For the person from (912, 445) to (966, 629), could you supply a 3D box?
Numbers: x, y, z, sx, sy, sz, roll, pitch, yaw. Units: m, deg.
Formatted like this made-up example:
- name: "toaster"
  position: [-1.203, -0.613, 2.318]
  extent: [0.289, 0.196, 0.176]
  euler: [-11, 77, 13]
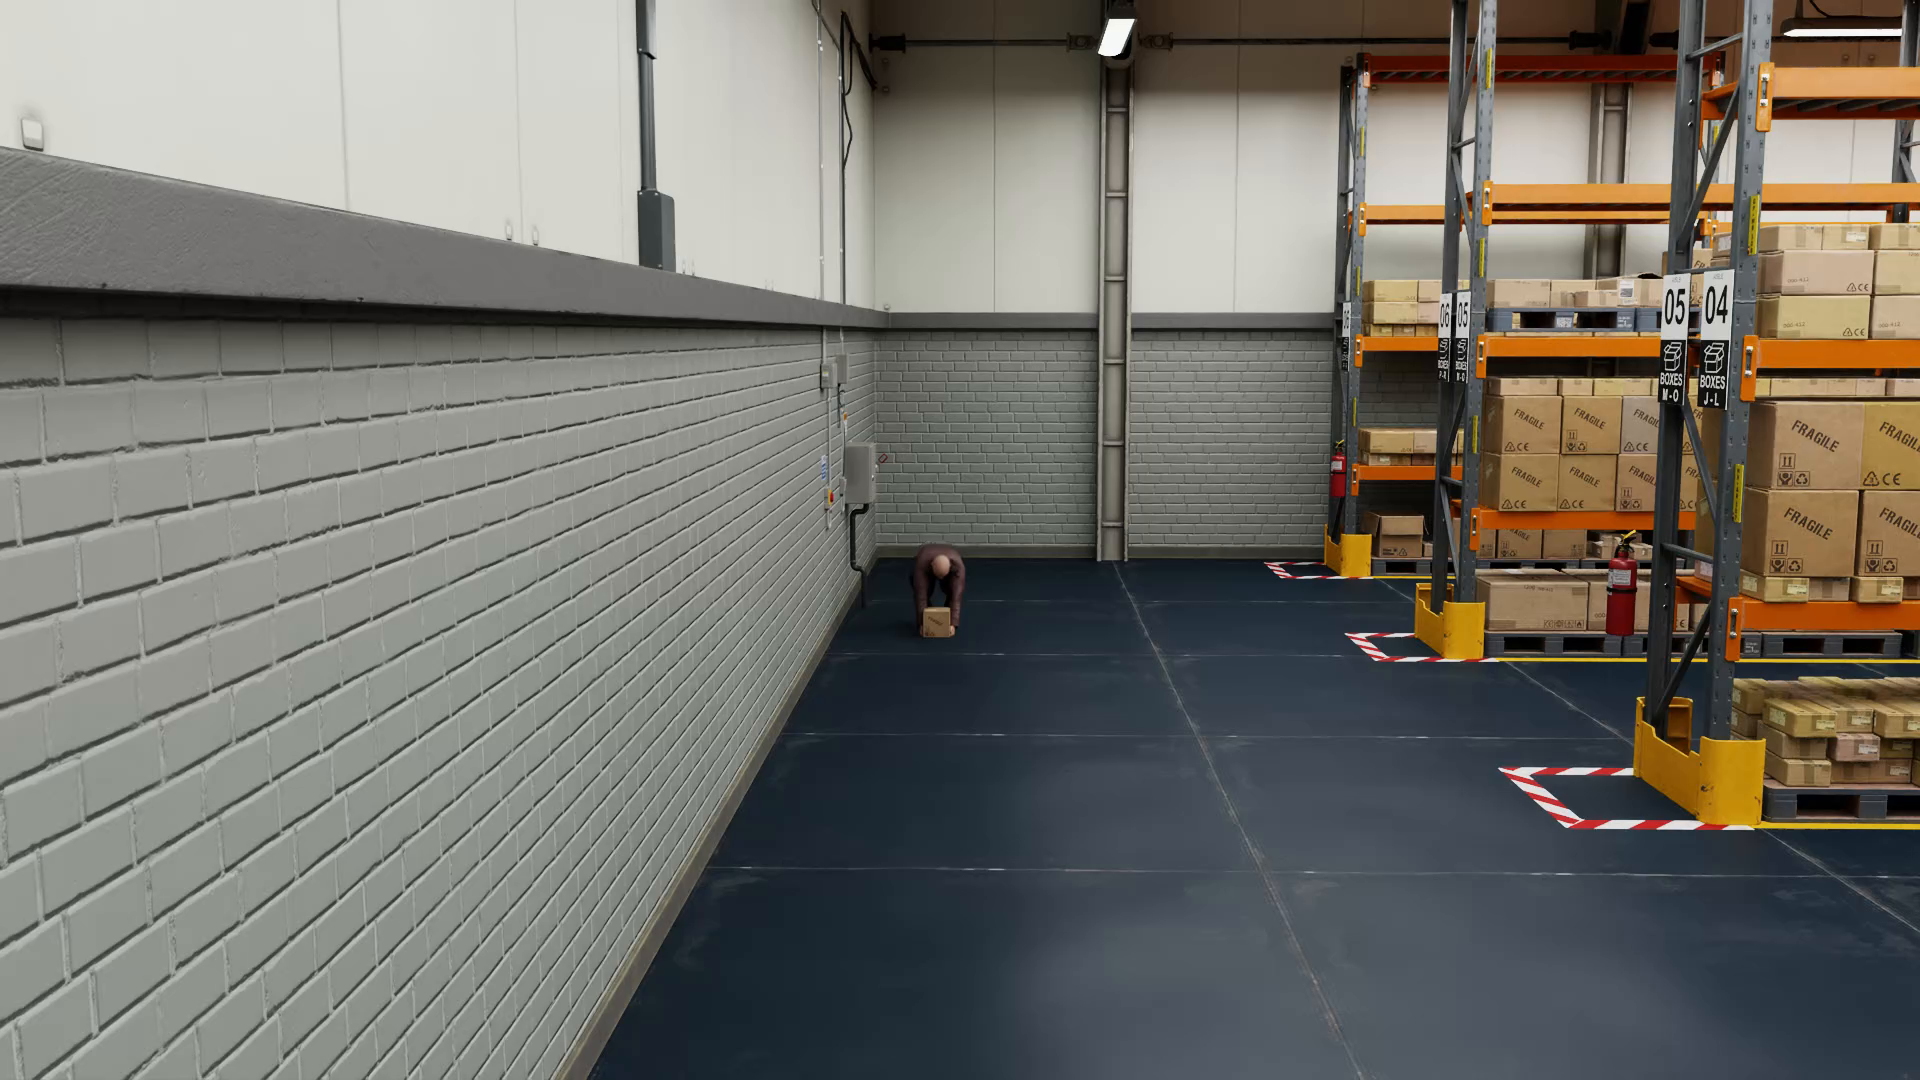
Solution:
- name: "person"
  position: [-0.204, -0.029, 16.088]
  extent: [0.528, 1.776, 0.575]
  euler: [0, 7, 0]
